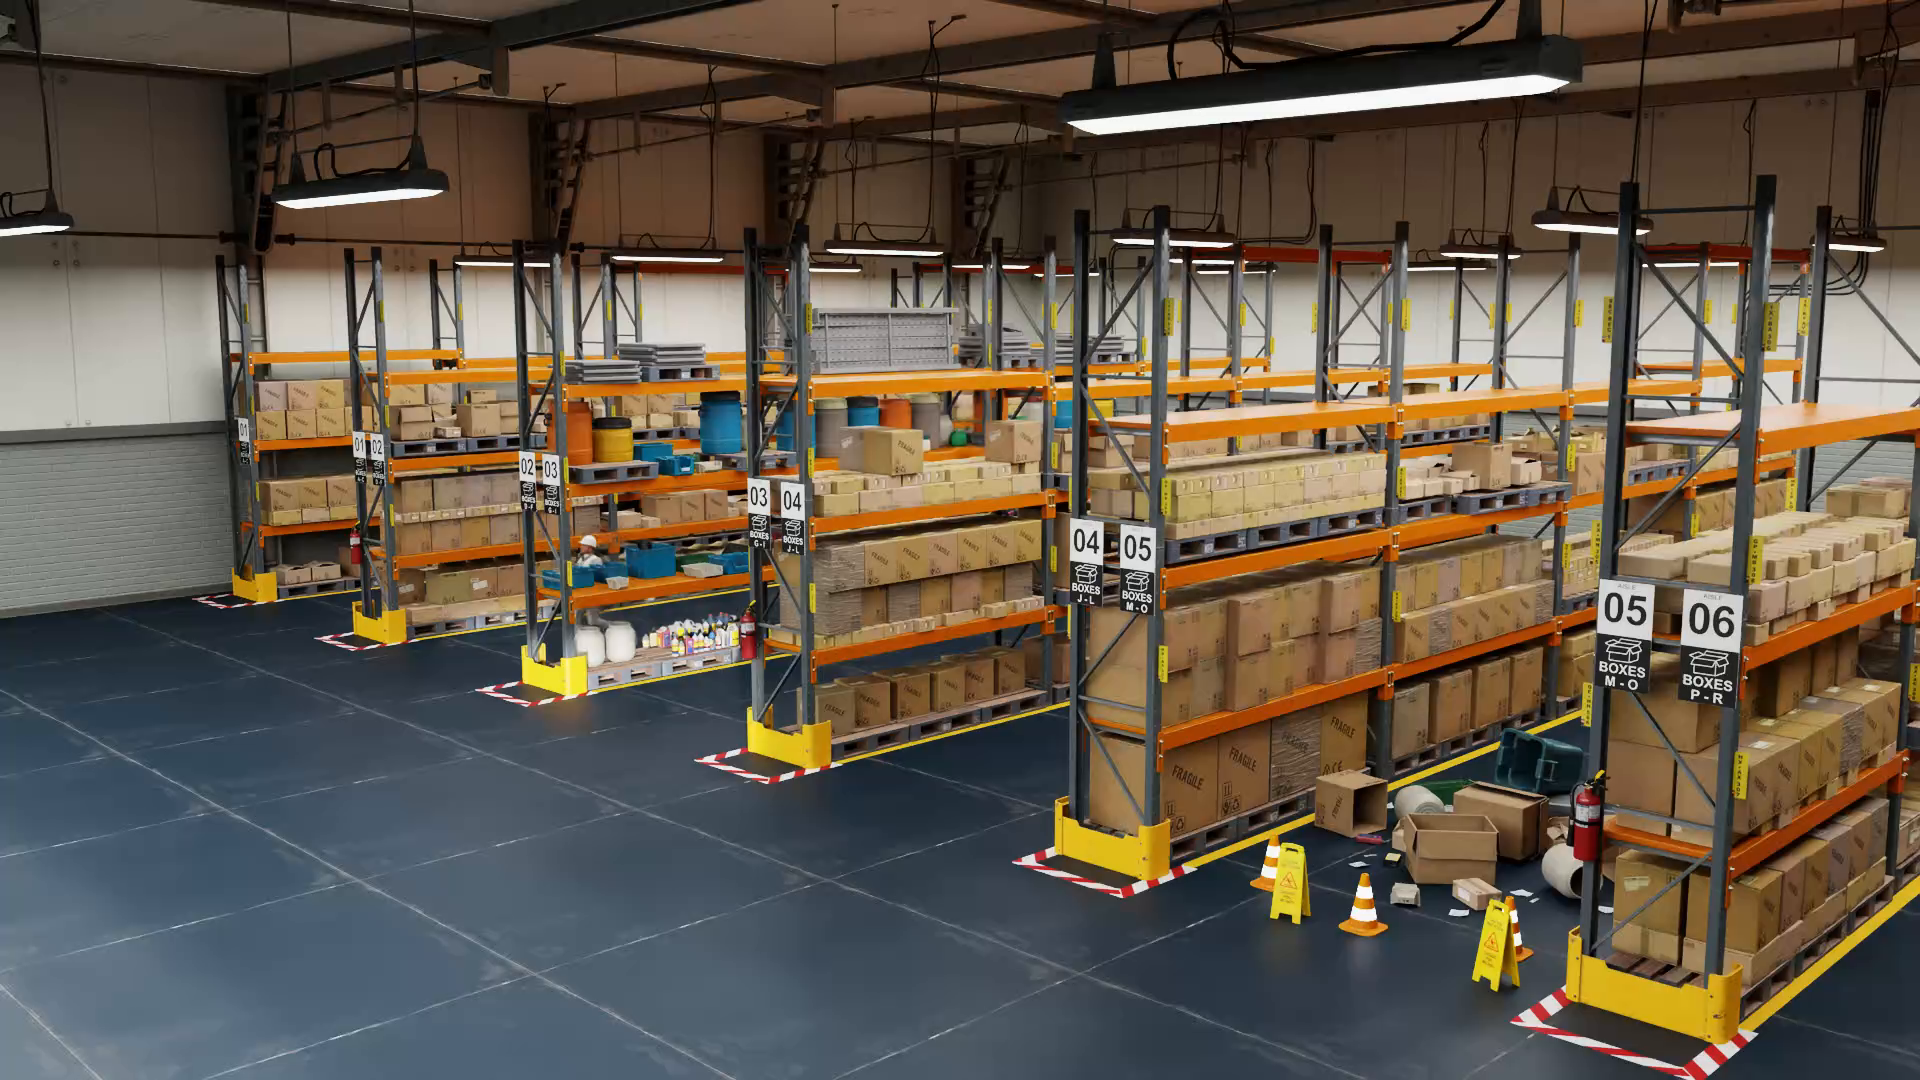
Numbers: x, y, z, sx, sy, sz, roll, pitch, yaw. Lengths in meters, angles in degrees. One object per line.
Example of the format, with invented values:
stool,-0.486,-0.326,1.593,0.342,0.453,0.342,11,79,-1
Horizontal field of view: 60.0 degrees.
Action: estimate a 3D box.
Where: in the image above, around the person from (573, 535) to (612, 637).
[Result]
person,-5.490,0.801,24.662,0.908,1.748,0.684,-8,11,-43
